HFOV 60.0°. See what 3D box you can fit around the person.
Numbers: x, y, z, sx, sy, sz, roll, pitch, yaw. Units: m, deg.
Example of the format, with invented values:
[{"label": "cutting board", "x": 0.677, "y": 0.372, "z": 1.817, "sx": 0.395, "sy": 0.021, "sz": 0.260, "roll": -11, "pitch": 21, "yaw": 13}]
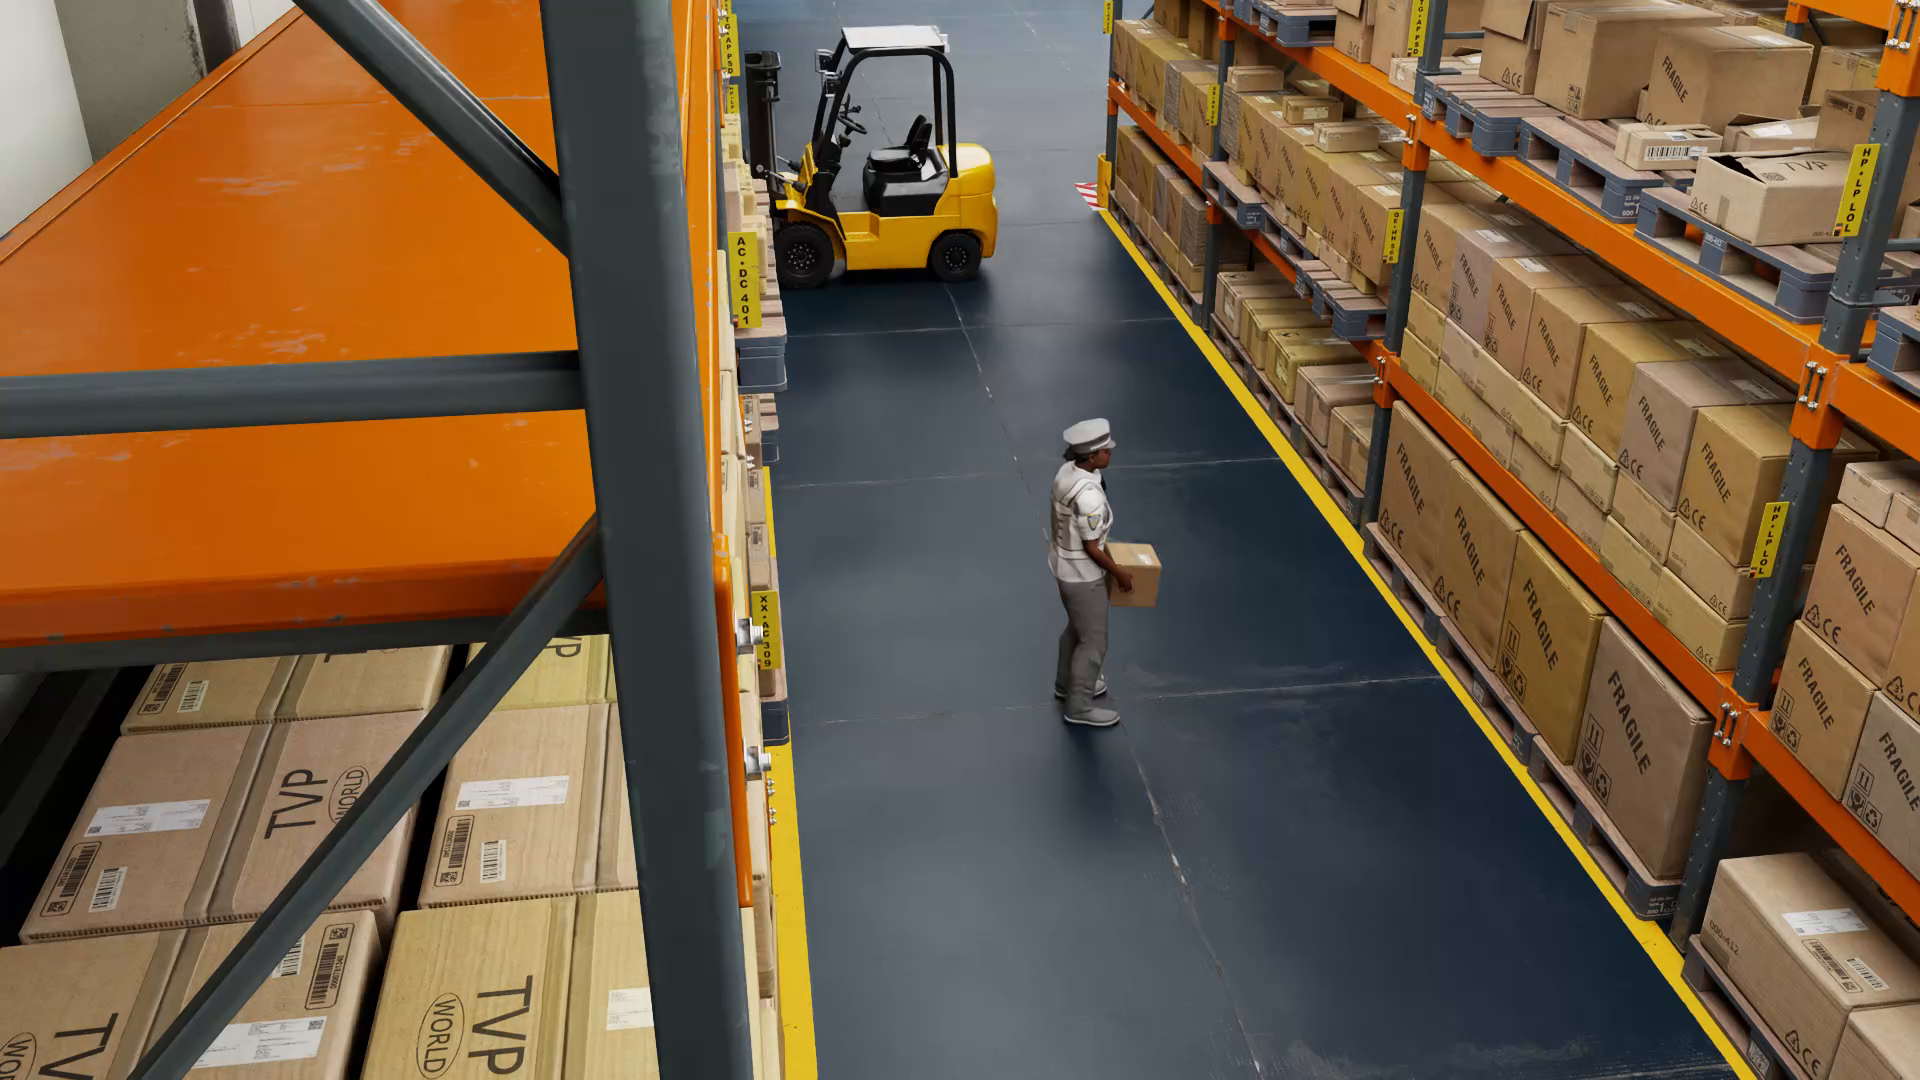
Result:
[{"label": "person", "x": 0.684, "y": 0.160, "z": 8.758, "sx": 0.429, "sy": 1.680, "sz": 0.479, "roll": -4, "pitch": 28, "yaw": -7}]
